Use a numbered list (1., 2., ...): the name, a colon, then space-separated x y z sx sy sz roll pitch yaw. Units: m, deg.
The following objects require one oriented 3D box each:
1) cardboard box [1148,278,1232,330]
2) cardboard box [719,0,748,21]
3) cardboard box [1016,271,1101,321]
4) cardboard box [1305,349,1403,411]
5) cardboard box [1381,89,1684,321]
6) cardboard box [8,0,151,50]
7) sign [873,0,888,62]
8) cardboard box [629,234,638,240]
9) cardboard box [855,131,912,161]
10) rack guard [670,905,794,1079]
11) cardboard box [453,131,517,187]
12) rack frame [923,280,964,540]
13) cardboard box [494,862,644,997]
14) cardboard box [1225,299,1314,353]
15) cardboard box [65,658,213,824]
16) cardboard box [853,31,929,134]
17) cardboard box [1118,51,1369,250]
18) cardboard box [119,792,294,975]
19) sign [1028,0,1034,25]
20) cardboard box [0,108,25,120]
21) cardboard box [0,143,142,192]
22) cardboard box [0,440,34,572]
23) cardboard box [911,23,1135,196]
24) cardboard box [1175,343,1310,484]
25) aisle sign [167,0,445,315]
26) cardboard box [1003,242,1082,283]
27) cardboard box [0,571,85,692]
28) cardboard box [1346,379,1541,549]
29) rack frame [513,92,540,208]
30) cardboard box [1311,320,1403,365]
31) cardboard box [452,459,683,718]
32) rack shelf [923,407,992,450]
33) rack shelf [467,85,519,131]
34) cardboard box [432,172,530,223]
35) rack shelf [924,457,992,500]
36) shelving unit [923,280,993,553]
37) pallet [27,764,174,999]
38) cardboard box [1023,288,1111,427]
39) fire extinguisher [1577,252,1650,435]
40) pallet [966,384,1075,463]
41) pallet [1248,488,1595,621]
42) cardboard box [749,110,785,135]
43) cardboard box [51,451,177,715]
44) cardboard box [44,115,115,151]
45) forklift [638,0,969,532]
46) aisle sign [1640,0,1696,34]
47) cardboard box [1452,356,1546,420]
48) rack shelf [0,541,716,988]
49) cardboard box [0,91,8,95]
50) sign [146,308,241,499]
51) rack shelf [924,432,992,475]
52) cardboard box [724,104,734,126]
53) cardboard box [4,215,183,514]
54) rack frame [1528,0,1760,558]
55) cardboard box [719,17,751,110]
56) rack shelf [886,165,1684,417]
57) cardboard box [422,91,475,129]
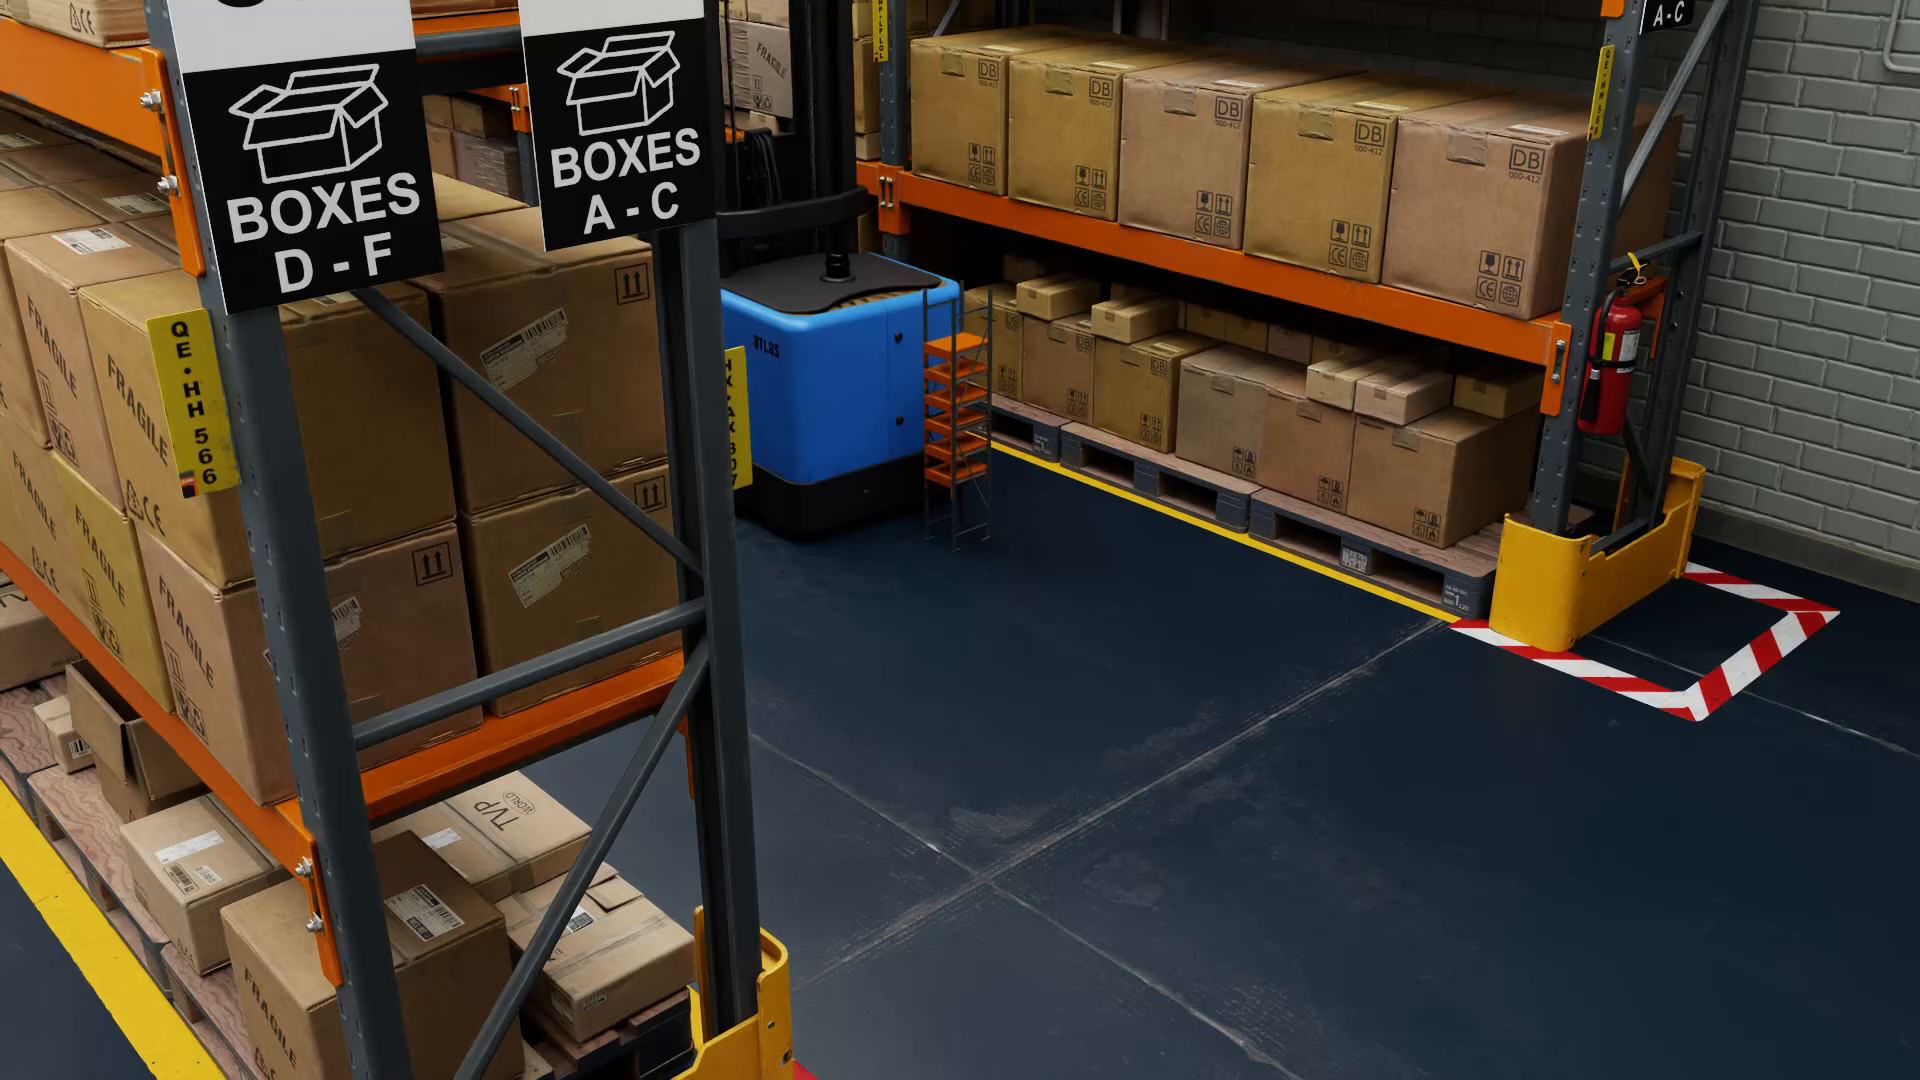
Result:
1. cardboard box: 1.173 -1.211 8.514 0.380 0.149 0.250 -21 32 -38
2. cardboard box: -1.221 -3.245 9.842 0.500 0.250 0.500 -20 32 -37
3. cardboard box: 0.514 -1.270 8.645 0.380 0.149 0.250 -20 31 -37
4. cardboard box: 1.763 -0.718 7.434 0.380 0.149 0.250 -20 31 -37
5. cardboard box: 2.355 -1.409 6.863 0.980 0.700 0.700 -20 31 -36
6. cardboard box: -1.447 -1.092 3.096 0.500 0.250 0.500 -21 32 -38
7. sign: -0.413 -2.666 8.681 0.100 0.325 0.005 -21 32 -38
8. cardboard box: -1.757 -2.230 11.109 0.750 0.750 0.750 -21 32 -39
9. cardboard box: -0.461 -2.250 9.346 0.380 0.149 0.250 -21 32 -38
10. rack guard: -0.955 1.400 4.079 1.175 0.500 0.348 -21 32 -38
11. cardboard box: -3.555 -3.000 13.193 0.700 0.500 0.500 -21 32 -39
12. rack frame: -0.072 -0.578 7.571 0.240 1.200 0.006 -21 32 -38
13. cardboard box: -1.109 1.074 4.664 0.380 0.166 0.250 -21 32 -38
14. cardboard box: 1.523 -1.056 8.175 0.380 0.149 0.250 -21 32 -38
15. cardboard box: -2.349 0.577 5.349 0.797 0.503 0.637 -21 32 -38
16. cardboard box: -0.523 -2.591 9.312 0.500 0.500 0.500 -22 32 -39
17. cardboard box: 1.335 -1.860 7.851 0.700 0.700 0.980 22 32 39
18. cardboard box: -2.082 0.945 4.847 0.500 0.250 0.500 -21 32 -38
19. sign: 0.381 -2.920 9.399 0.100 0.325 0.005 -21 32 -38
20. cardboard box: -3.167 -1.048 5.108 0.500 0.500 0.500 -22 33 -40
21. cardboard box: -2.463 -0.736 4.424 0.500 0.500 0.500 -20 31 -37
22. cardboard box: -2.446 -0.280 4.629 0.500 0.500 0.500 -22 32 -39
23. cardboard box: 0.335 -2.300 8.816 0.980 0.700 0.700 -21 32 -38
24. cardboard box: 1.473 -0.662 8.093 0.500 0.500 0.700 23 33 40
25. aisle sign: -1.080 -0.790 2.734 0.394 0.787 0.004 -21 32 -38
26. cardboard box: 0.459 -1.526 9.206 0.380 0.149 0.250 -21 32 -39
27. cardboard box: -3.508 0.285 6.220 0.500 0.311 0.500 -21 32 -38
28. cardboard box: 2.159 -0.358 7.427 0.700 0.500 0.500 -21 32 -38
29. rack frame: -2.757 -3.544 11.906 1.000 3.000 0.127 -21 32 -38
30. cardboard box: 1.873 -0.901 7.836 0.380 0.149 0.250 -21 32 -38
31. cardboard box: -1.014 0.031 3.948 0.500 0.500 0.500 -20 32 -37
32. rack shelf: -0.010 -0.510 7.529 0.258 0.103 0.180 -21 32 -38
33. rack shelf: -4.124 -3.823 13.383 1.077 0.370 4.000 -21 32 -38
34. cardboard box: -1.377 -0.580 4.083 0.500 0.500 0.500 -21 32 -38
35. rack shelf: -0.010 -0.291 7.629 0.258 0.103 0.180 -21 32 -38
36. shelving unit: -0.010 -0.550 7.511 0.258 1.200 0.189 -21 32 -38
37. pallet: -2.330 0.921 5.478 1.003 0.211 1.213 -21 32 -38
38. cardboard box: 0.754 -0.978 8.785 0.700 0.500 0.500 -22 32 -39
39. fire extinguisher: 2.477 -0.739 6.299 0.296 0.674 0.183 -21 32 -38
40. pallet: 0.439 -0.811 9.274 1.003 0.211 1.213 -21 32 -38
41. pallet: 2.107 -0.072 7.654 1.003 0.211 1.213 -21 32 -38
42. cardboard box: -1.019 -2.474 9.837 0.380 0.149 0.250 -21 32 -38
43. cardboard box: -1.765 0.026 3.960 0.500 0.500 0.500 -21 32 -38
44. cardboard box: -2.406 -1.040 5.090 0.500 0.500 0.500 -21 32 -38
45. forklift: -1.267 -1.911 8.409 1.130 2.935 3.031 -18 30 -35
46. aisle sign: 2.541 -2.197 5.819 0.394 0.787 0.004 -21 32 -38
47. cardboard box: 2.390 -0.672 7.334 0.380 0.149 0.250 -21 32 -38
48. rack shelf: -2.270 0.007 4.987 1.077 0.370 4.000 -21 32 -38
49. cardboard box: -3.102 -1.347 5.763 0.500 0.500 0.500 -21 32 -38
50. sign: -1.322 -0.234 2.872 0.100 0.325 0.005 -21 32 -38
51. rack shelf: -0.010 -0.401 7.579 0.258 0.103 0.180 -21 32 -38
52. cardboard box: -1.298 -2.647 10.217 0.380 0.149 0.250 -22 33 -40
53. cardboard box: -1.754 -0.424 3.741 0.500 0.500 0.500 -20 31 -37
54. rack frame: 2.710 -1.121 6.593 1.000 3.000 0.127 -21 32 -38
55. cardboard box: -1.216 -2.897 9.984 0.500 0.500 0.500 -21 32 -38
56. rack shelf: 1.343 -1.399 8.070 1.077 0.370 4.000 -21 32 -38
57. cardboard box: -3.987 -3.497 13.379 0.500 0.250 0.500 -21 32 -39
